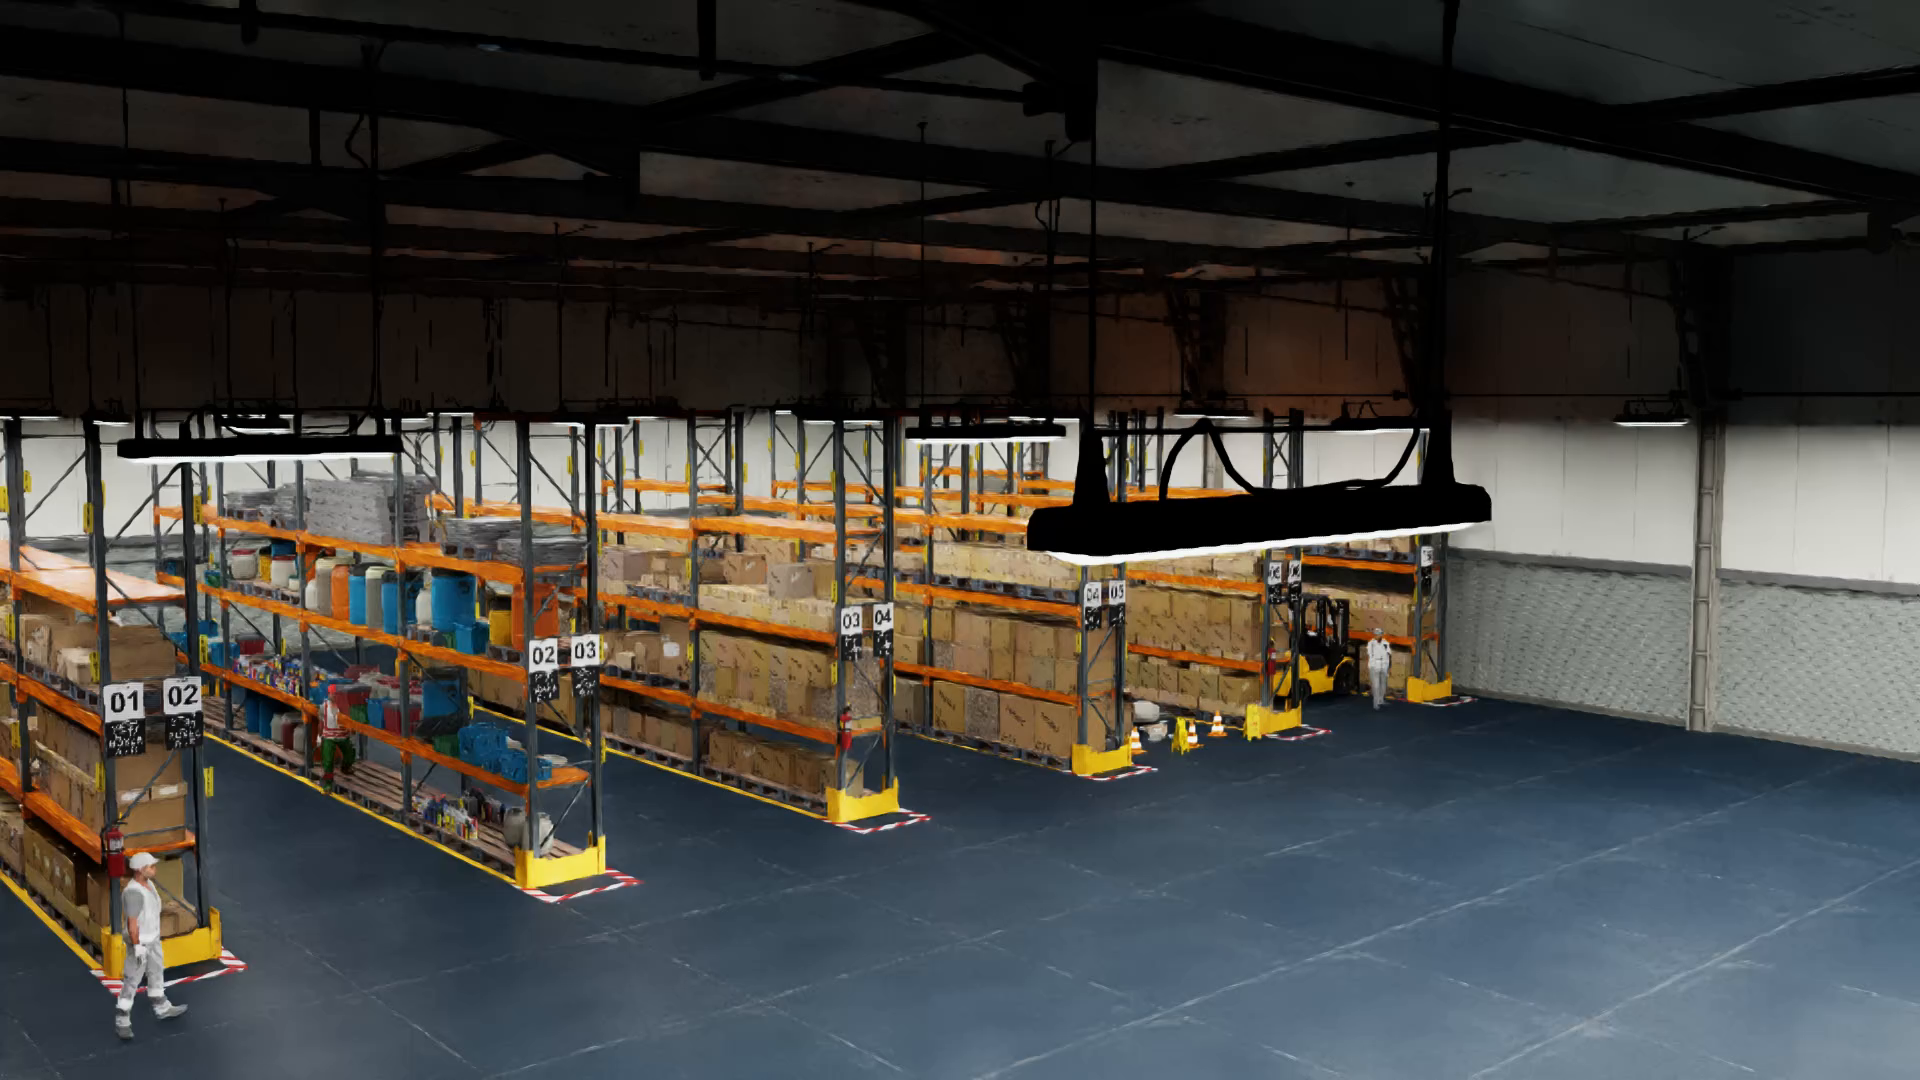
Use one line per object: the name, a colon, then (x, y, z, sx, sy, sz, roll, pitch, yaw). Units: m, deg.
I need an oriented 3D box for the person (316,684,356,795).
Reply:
person: (-9.924, 3.139, 26.448, 0.591, 1.753, 0.996, -2, 5, -20)

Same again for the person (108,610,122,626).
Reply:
person: (-18.809, 2.260, 37.017, 0.511, 1.657, 0.553, 0, 5, -5)

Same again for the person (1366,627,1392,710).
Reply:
person: (8.459, 2.572, 33.576, 0.541, 1.646, 0.581, 0, 5, -3)

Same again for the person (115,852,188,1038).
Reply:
person: (-8.106, 3.971, 16.553, 0.530, 1.784, 0.708, -1, 5, -7)
